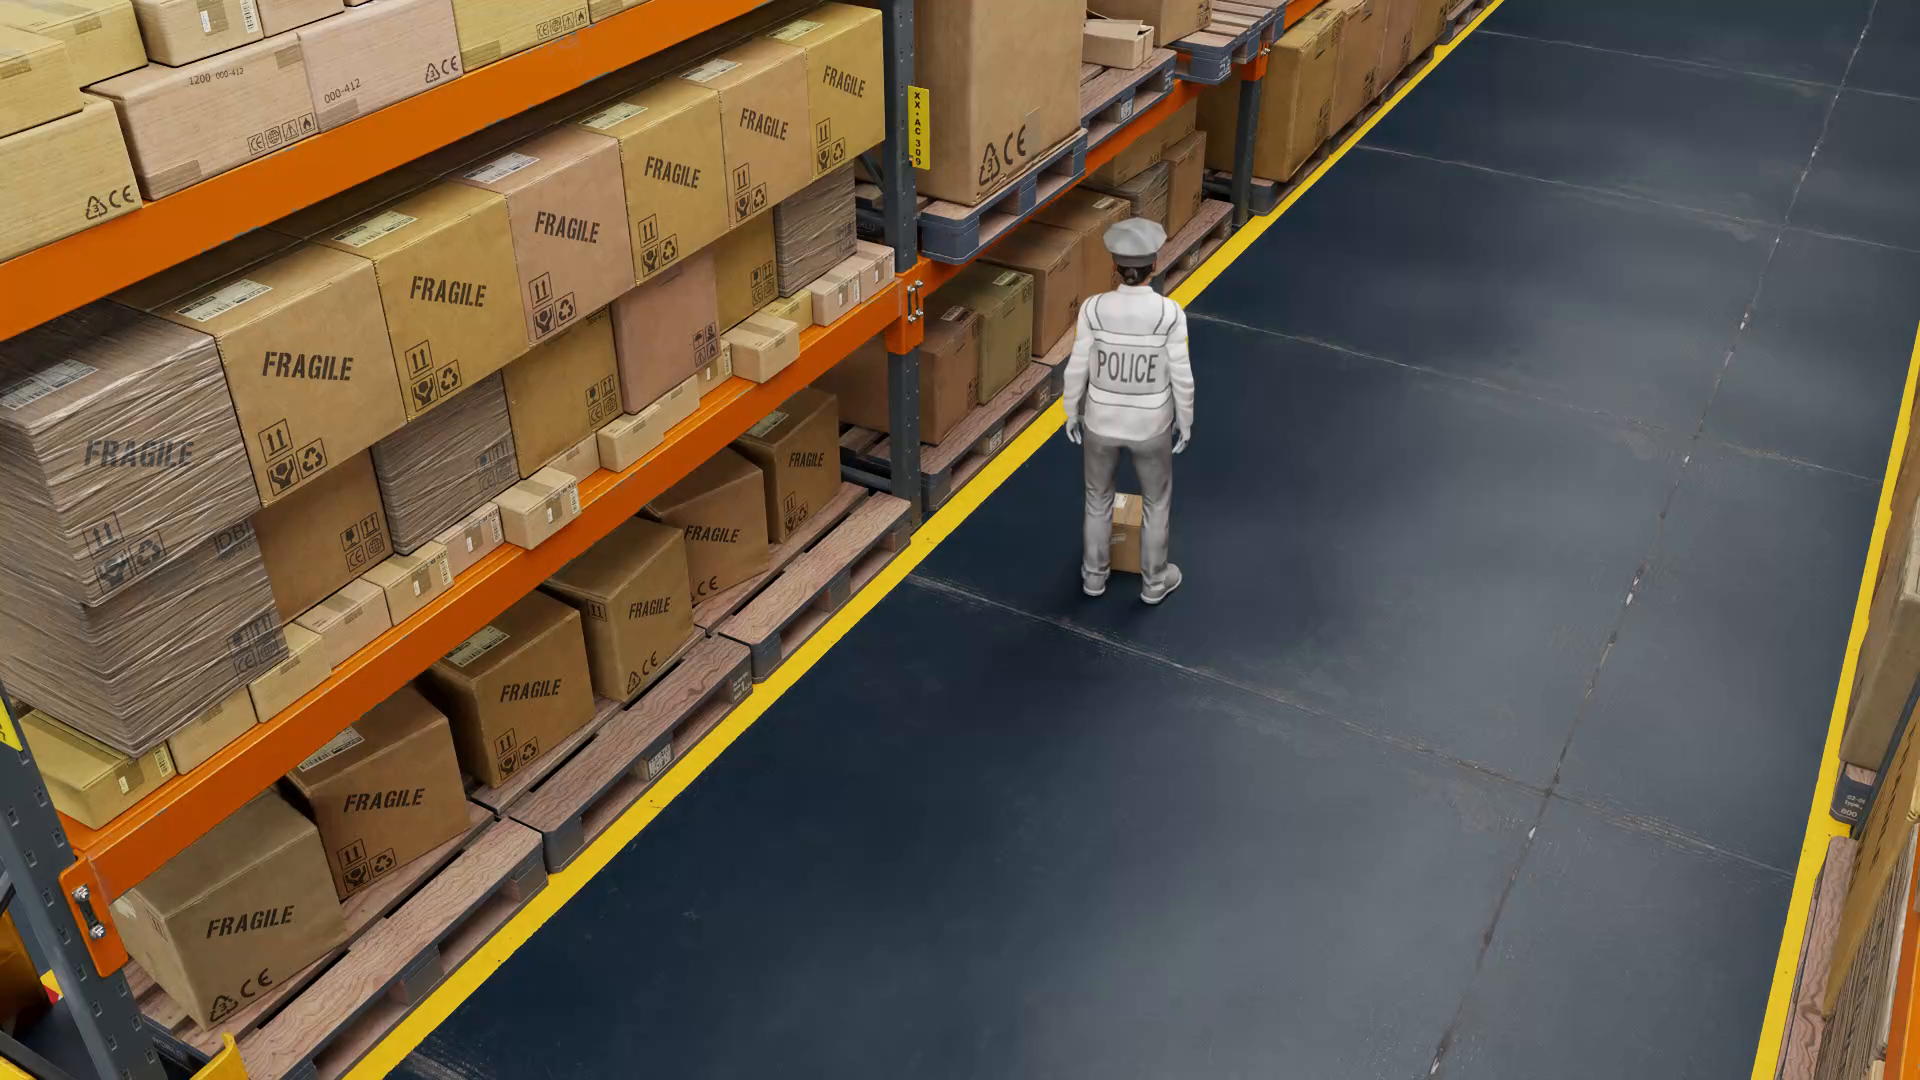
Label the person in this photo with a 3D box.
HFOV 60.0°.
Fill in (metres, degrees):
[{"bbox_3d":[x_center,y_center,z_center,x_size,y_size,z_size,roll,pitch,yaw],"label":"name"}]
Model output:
[{"bbox_3d":[0.690,-0.485,6.846,0.543,1.667,0.370,7,35,11],"label":"person"}]
